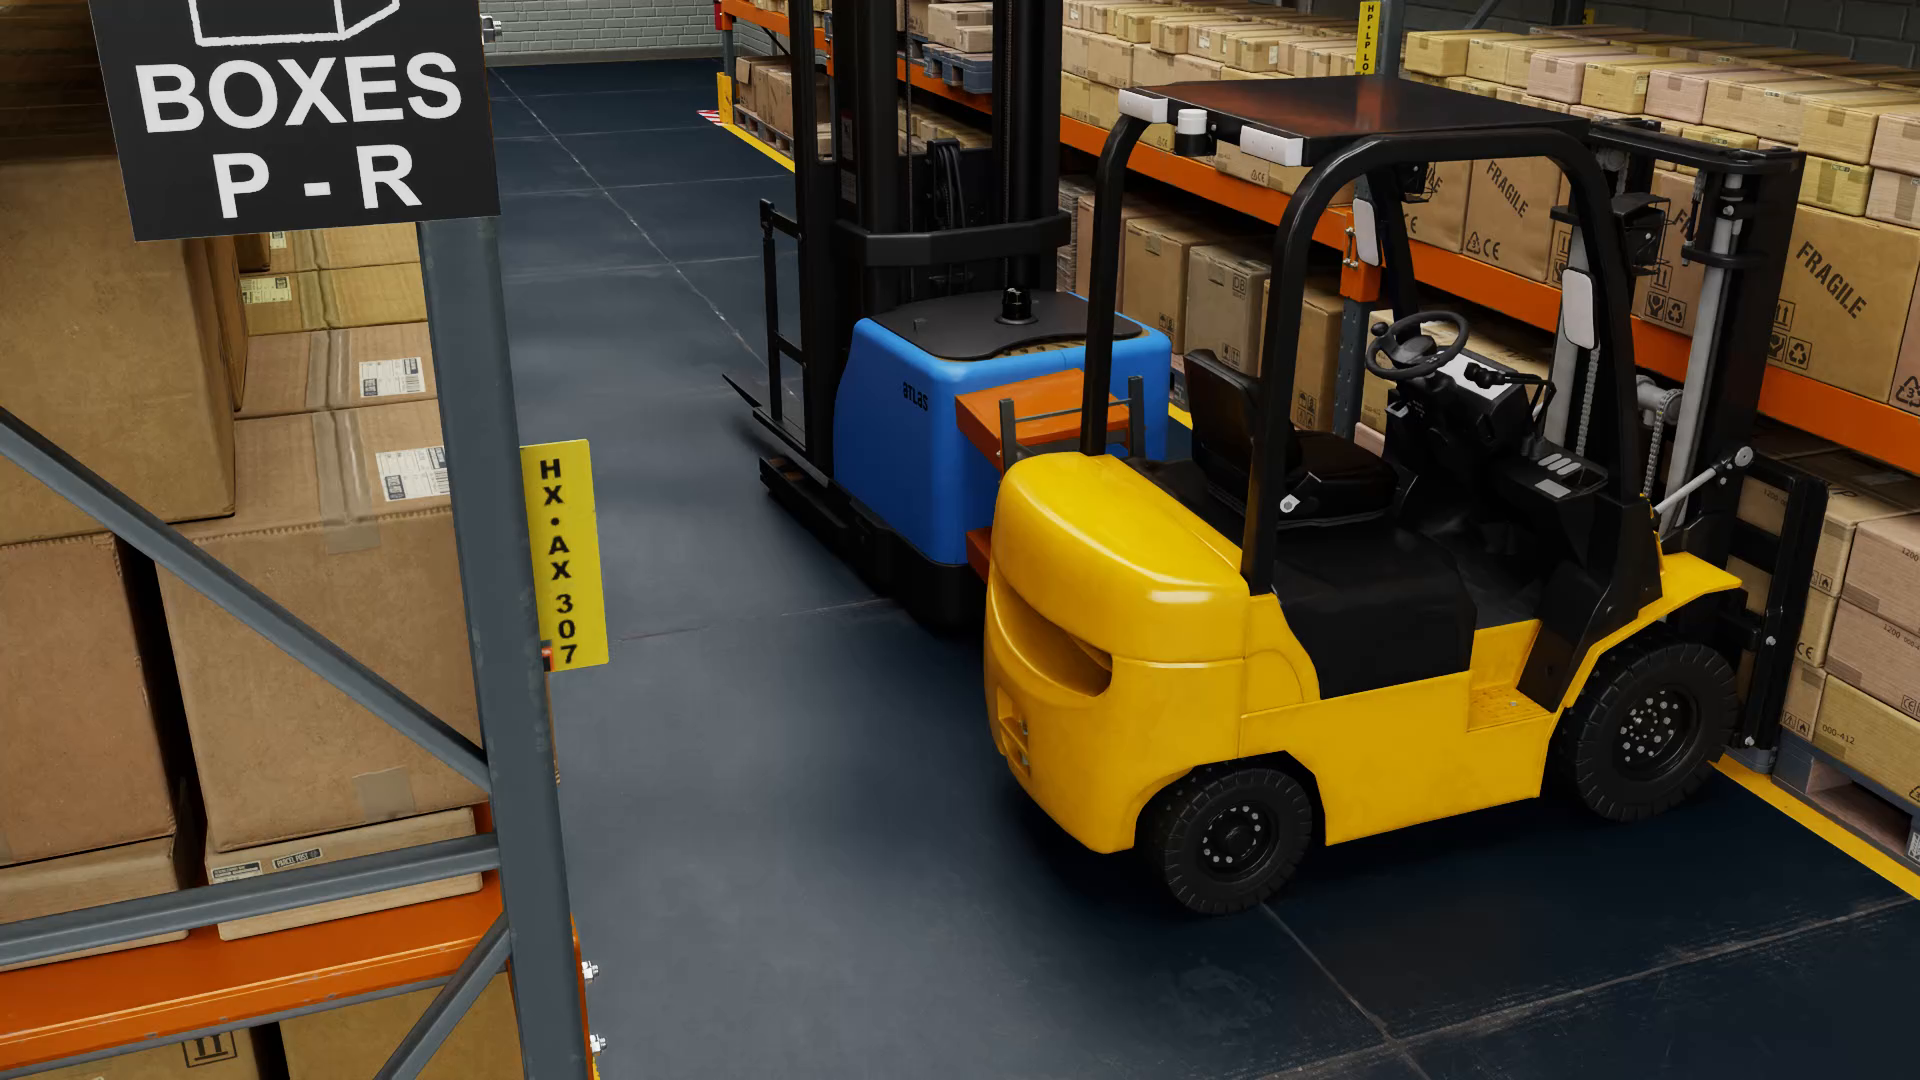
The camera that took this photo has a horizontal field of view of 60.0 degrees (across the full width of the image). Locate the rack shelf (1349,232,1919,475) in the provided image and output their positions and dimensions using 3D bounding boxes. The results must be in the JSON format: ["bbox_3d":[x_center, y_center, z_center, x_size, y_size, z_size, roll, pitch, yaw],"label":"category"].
[{"bbox_3d":[2.897,-0.579,5.687,1.077,0.370,4.000,-8,24,-19],"label":"rack shelf"}]

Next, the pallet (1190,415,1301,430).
[{"bbox_3d":[1.894,-0.614,8.436,1.003,0.211,1.213,-8,24,-19],"label":"pallet"}]

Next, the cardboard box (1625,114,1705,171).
[{"bbox_3d":[2.483,-1.361,5.653,0.380,0.149,0.250,-9,25,-21],"label":"cardboard box"}]

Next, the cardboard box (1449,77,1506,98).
[{"bbox_3d":[2.150,-1.736,6.543,0.380,0.149,0.250,-8,24,-18],"label":"cardboard box"}]

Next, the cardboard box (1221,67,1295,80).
[{"bbox_3d":[1.590,-2.127,7.985,0.500,0.250,0.500,-9,24,-20],"label":"cardboard box"}]

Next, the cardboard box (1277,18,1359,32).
[{"bbox_3d":[1.866,-2.610,8.615,0.380,0.149,0.250,-9,24,-19],"label":"cardboard box"}]

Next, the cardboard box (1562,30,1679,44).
[{"bbox_3d":[2.636,-1.948,6.662,0.380,0.149,0.250,-9,24,-20],"label":"cardboard box"}]

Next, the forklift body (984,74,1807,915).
[{"bbox_3d":[1.227,-0.231,5.029,2.313,2.155,1.214,-8,24,-19],"label":"forklift body"}]

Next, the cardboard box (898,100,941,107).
[{"bbox_3d":[-0.376,-3.438,13.387,0.380,0.149,0.250,-9,24,-20],"label":"cardboard box"}]

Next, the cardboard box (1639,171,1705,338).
[{"bbox_3d":[2.641,-0.929,5.464,0.500,0.500,0.500,-8,24,-19],"label":"cardboard box"}]

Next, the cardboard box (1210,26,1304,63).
[{"bbox_3d":[1.466,-2.444,8.223,0.380,0.149,0.250,-9,24,-20],"label":"cardboard box"}]

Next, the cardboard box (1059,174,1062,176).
[{"bbox_3d":[0.427,-2.256,11.419,0.500,0.500,0.500,-8,24,-17],"label":"cardboard box"}]

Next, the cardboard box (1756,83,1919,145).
[{"bbox_3d":[2.733,-1.323,5.181,0.380,0.149,0.250,-8,24,-18],"label":"cardboard box"}]

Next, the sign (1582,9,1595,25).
[{"bbox_3d":[2.710,-2.149,7.270,0.100,0.325,0.005,-8,24,-19],"label":"sign"}]

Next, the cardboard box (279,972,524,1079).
[{"bbox_3d":[-1.074,0.887,3.317,0.500,0.500,0.500,-9,25,-21],"label":"cardboard box"}]

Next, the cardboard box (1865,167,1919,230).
[{"bbox_3d":[2.851,-0.990,4.772,0.380,0.149,0.250,-9,25,-21],"label":"cardboard box"}]

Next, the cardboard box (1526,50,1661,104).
[{"bbox_3d":[2.296,-1.681,6.029,0.380,0.149,0.250,-8,24,-18],"label":"cardboard box"}]

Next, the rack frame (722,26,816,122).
[{"bbox_3d":[-2.048,-5.997,17.617,1.000,3.000,0.127,-8,24,-19],"label":"rack frame"}]

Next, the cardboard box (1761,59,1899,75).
[{"bbox_3d":[3.009,-1.575,5.777,0.380,0.149,0.250,-9,24,-20],"label":"cardboard box"}]

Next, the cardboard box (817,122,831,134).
[{"bbox_3d":[-1.233,-3.769,15.310,0.396,0.266,0.258,-7,24,-17],"label":"cardboard box"}]

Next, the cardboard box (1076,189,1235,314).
[{"bbox_3d":[1.224,-1.725,9.997,0.875,0.625,0.625,-8,24,-17],"label":"cardboard box"}]

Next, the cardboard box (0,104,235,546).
[{"bbox_3d":[-1.423,-0.301,2.302,0.700,0.500,0.500,-9,24,-20],"label":"cardboard box"}]

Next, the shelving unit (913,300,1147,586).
[{"bbox_3d":[0.256,-0.180,6.178,0.538,1.125,1.048,-11,25,-14],"label":"shelving unit"}]

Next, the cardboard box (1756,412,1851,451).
[{"bbox_3d":[3.090,-0.323,5.866,0.500,0.250,0.500,-9,24,-20],"label":"cardboard box"}]

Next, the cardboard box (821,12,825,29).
[{"bbox_3d":[-0.984,-4.509,14.410,0.380,0.149,0.250,-8,24,-18],"label":"cardboard box"}]

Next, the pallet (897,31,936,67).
[{"bbox_3d":[0.086,-3.708,12.432,1.003,0.211,1.213,-8,24,-19],"label":"pallet"}]

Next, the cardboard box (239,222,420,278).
[{"bbox_3d":[-1.501,-0.451,3.946,0.500,0.500,0.500,-9,24,-20],"label":"cardboard box"}]

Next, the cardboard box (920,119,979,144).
[{"bbox_3d":[-0.076,-3.061,12.494,0.380,0.149,0.250,-10,25,-22],"label":"cardboard box"}]

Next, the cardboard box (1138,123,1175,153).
[{"bbox_3d":[1.249,-2.268,8.962,0.500,0.250,0.500,-8,24,-17],"label":"cardboard box"}]

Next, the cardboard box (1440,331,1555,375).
[{"bbox_3d":[2.239,-0.618,6.567,0.500,0.250,0.500,-8,24,-19],"label":"cardboard box"}]

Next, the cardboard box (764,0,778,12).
[{"bbox_3d":[-1.668,-5.157,15.946,0.380,0.149,0.250,-8,24,-18],"label":"cardboard box"}]

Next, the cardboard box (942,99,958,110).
[{"bbox_3d":[0.072,-3.519,13.579,0.380,0.149,0.250,-10,25,-22],"label":"cardboard box"}]

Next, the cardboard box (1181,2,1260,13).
[{"bbox_3d":[1.485,-2.977,9.488,0.380,0.149,0.250,-8,24,-19],"label":"cardboard box"}]

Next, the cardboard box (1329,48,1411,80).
[{"bbox_3d":[1.862,-2.076,7.348,0.380,0.149,0.250,-7,24,-17],"label":"cardboard box"}]

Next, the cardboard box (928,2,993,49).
[{"bbox_3d":[0.102,-3.554,11.472,0.500,0.250,0.500,-10,25,-21],"label":"cardboard box"}]

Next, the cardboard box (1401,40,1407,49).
[{"bbox_3d":[2.222,-2.244,7.747,0.380,0.149,0.250,-9,25,-21],"label":"cardboard box"}]

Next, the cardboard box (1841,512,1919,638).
[{"bbox_3d":[2.964,0.120,4.815,0.500,0.250,0.500,-8,24,-18],"label":"cardboard box"}]

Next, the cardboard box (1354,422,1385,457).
[{"bbox_3d":[2.052,-0.342,7.199,0.500,0.250,0.500,-8,24,-18],"label":"cardboard box"}]

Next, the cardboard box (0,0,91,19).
[{"bbox_3d":[-2.187,-1.034,4.042,0.700,0.500,0.500,-9,24,-20],"label":"cardboard box"}]

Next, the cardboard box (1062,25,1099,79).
[{"bbox_3d":[0.882,-2.875,9.758,0.500,0.250,0.500,-8,24,-17],"label":"cardboard box"}]

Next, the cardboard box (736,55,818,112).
[{"bbox_3d":[-1.921,-4.805,17.462,0.797,0.503,0.637,-9,25,-21],"label":"cardboard box"}]

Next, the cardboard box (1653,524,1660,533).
[{"bbox_3d":[2.597,-0.025,5.803,0.500,0.250,0.500,-8,24,-19],"label":"cardboard box"}]

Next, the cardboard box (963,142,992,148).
[{"bbox_3d":[0.241,-2.671,11.567,0.380,0.149,0.250,-10,25,-22],"label":"cardboard box"}]

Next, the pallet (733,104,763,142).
[{"bbox_3d":[-1.739,-4.395,17.406,1.003,0.211,1.213,-8,24,-19],"label":"pallet"}]

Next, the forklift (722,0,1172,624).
[{"bbox_3d":[-0.281,-1.569,7.199,1.130,2.935,3.031,-11,25,-24],"label":"forklift"}]

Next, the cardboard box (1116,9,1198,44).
[{"bbox_3d":[1.081,-2.812,9.095,0.380,0.149,0.250,-8,24,-18],"label":"cardboard box"}]

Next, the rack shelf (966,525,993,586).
[{"bbox_3d":[0.274,0.042,6.278,0.538,0.278,1.000,-11,25,-14],"label":"rack shelf"}]

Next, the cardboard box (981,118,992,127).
[{"bbox_3d":[0.378,-3.126,12.646,0.380,0.149,0.250,-8,24,-19],"label":"cardboard box"}]

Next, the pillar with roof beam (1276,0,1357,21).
[{"bbox_3d":[-1.946,-4.914,7.323,9.100,9.000,0.400,-8,24,-19],"label":"pillar with roof beam"}]
